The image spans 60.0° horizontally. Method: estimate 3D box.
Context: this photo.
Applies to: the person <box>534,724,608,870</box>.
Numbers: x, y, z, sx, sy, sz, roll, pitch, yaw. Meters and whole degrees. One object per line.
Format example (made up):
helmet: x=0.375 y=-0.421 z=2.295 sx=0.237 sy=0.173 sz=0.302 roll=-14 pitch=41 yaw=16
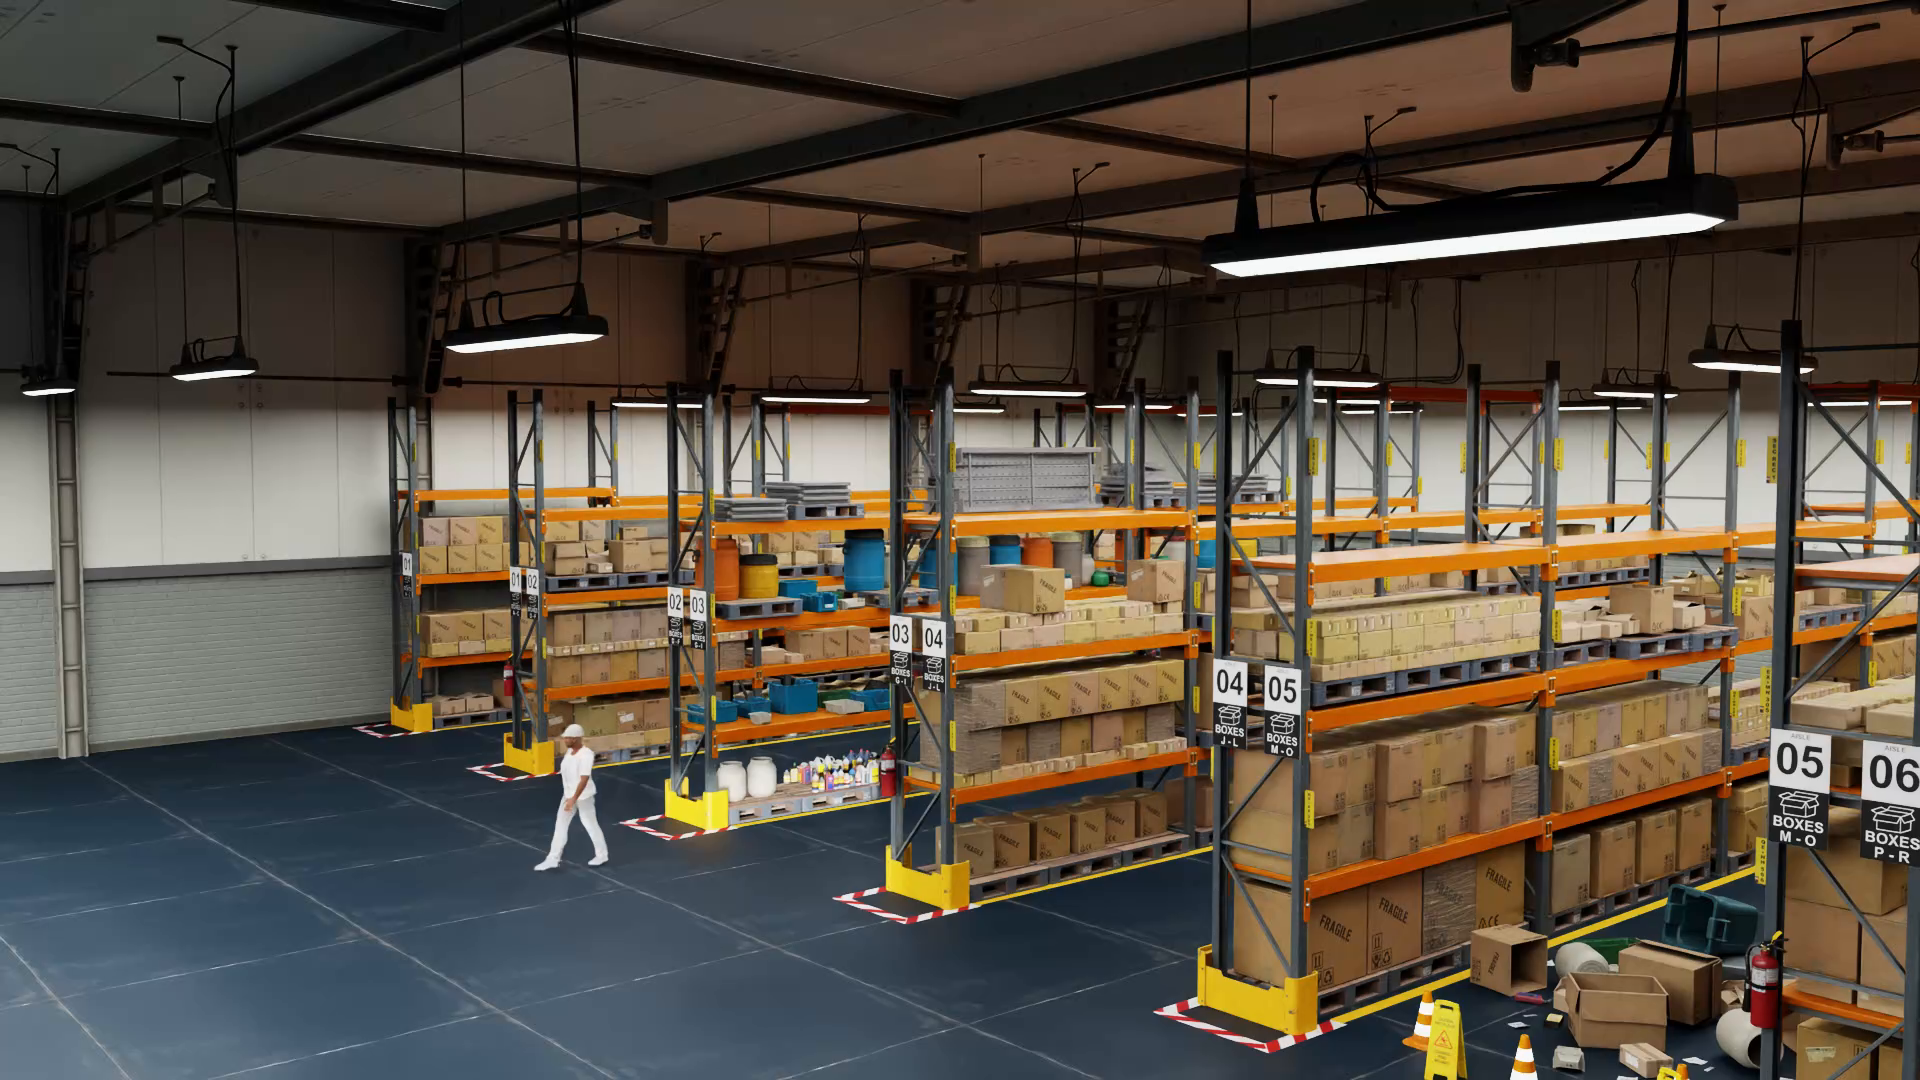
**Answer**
person: x=-4.695 y=3.098 z=20.104 sx=0.938 sy=1.726 sz=0.591 roll=-3 pitch=5 yaw=-44
